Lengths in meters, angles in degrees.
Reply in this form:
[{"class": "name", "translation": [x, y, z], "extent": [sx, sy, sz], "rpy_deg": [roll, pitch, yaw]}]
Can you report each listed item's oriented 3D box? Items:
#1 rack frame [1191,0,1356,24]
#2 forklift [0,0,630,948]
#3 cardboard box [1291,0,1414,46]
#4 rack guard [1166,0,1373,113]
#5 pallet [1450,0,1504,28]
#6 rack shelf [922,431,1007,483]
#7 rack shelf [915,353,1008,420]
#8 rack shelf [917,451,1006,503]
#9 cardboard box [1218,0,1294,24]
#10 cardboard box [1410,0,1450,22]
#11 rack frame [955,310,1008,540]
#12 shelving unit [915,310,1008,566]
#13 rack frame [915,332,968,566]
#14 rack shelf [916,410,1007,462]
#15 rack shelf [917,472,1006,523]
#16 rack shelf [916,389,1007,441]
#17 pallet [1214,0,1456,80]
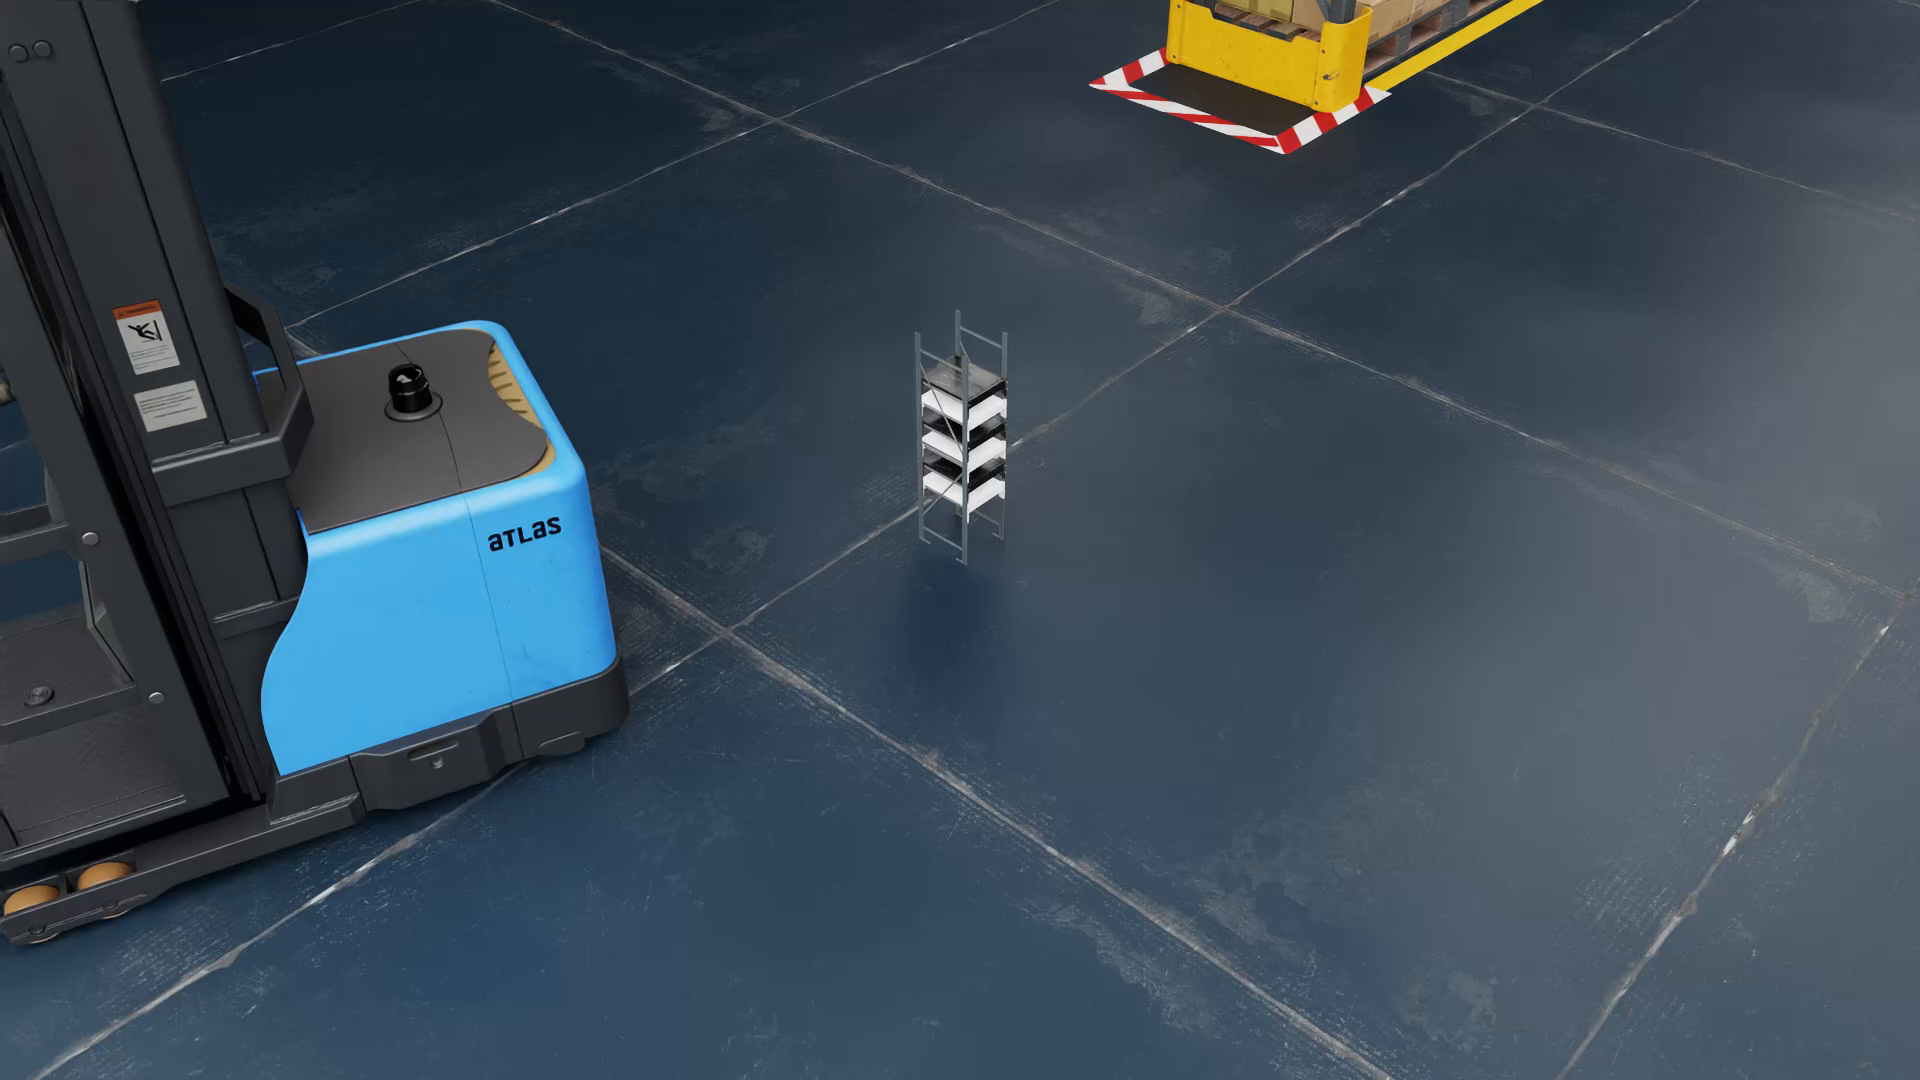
[{"class": "rack frame", "translation": [1.752, -3.863, 8.698], "extent": [1.000, 3.000, 0.127], "rpy_deg": [30, 47, 32]}, {"class": "forklift", "translation": [-2.629, -0.365, 4.354], "extent": [3.031, 2.935, 1.130], "rpy_deg": [-18, 42, -21]}, {"class": "cardboard box", "translation": [2.278, -3.104, 9.616], "extent": [0.500, 0.250, 0.500], "rpy_deg": [30, 47, 32]}, {"class": "rack guard", "translation": [1.736, -2.874, 9.463], "extent": [1.175, 0.500, 0.348], "rpy_deg": [30, 47, 32]}, {"class": "pallet", "translation": [3.060, -3.699, 10.732], "extent": [1.003, 0.211, 1.213], "rpy_deg": [30, 47, 32]}, {"class": "rack shelf", "translation": [0.005, -0.330, 5.995], "extent": [0.258, 0.077, 0.200], "rpy_deg": [30, 47, 32]}, {"class": "rack shelf", "translation": [0.005, -0.541, 5.827], "extent": [0.258, 0.077, 0.200], "rpy_deg": [30, 47, 32]}, {"class": "rack shelf", "translation": [0.005, -0.259, 6.051], "extent": [0.258, 0.077, 0.200], "rpy_deg": [30, 47, 32]}, {"class": "cardboard box", "translation": [1.895, -3.322, 9.889], "extent": [0.500, 0.250, 0.500], "rpy_deg": [30, 47, 32]}, {"class": "cardboard box", "translation": [2.612, -3.336, 9.907], "extent": [0.500, 0.250, 0.500], "rpy_deg": [30, 47, 32]}, {"class": "rack frame", "translation": [0.074, -0.403, 6.033], "extent": [0.240, 0.900, 0.006], "rpy_deg": [30, 47, 32]}, {"class": "shelving unit", "translation": [0.005, -0.356, 5.975], "extent": [0.258, 0.900, 0.210], "rpy_deg": [30, 47, 32]}, {"class": "rack frame", "translation": [-0.063, -0.309, 5.916], "extent": [0.240, 0.900, 0.006], "rpy_deg": [30, 47, 32]}, {"class": "rack shelf", "translation": [0.005, -0.400, 5.939], "extent": [0.258, 0.077, 0.200], "rpy_deg": [30, 47, 32]}, {"class": "rack shelf", "translation": [0.005, -0.189, 6.107], "extent": [0.258, 0.077, 0.200], "rpy_deg": [30, 47, 32]}, {"class": "rack shelf", "translation": [0.005, -0.471, 5.883], "extent": [0.258, 0.077, 0.200], "rpy_deg": [30, 47, 32]}, {"class": "pallet", "translation": [2.237, -3.141, 10.030], "extent": [1.003, 0.211, 1.213], "rpy_deg": [30, 47, 32]}]
